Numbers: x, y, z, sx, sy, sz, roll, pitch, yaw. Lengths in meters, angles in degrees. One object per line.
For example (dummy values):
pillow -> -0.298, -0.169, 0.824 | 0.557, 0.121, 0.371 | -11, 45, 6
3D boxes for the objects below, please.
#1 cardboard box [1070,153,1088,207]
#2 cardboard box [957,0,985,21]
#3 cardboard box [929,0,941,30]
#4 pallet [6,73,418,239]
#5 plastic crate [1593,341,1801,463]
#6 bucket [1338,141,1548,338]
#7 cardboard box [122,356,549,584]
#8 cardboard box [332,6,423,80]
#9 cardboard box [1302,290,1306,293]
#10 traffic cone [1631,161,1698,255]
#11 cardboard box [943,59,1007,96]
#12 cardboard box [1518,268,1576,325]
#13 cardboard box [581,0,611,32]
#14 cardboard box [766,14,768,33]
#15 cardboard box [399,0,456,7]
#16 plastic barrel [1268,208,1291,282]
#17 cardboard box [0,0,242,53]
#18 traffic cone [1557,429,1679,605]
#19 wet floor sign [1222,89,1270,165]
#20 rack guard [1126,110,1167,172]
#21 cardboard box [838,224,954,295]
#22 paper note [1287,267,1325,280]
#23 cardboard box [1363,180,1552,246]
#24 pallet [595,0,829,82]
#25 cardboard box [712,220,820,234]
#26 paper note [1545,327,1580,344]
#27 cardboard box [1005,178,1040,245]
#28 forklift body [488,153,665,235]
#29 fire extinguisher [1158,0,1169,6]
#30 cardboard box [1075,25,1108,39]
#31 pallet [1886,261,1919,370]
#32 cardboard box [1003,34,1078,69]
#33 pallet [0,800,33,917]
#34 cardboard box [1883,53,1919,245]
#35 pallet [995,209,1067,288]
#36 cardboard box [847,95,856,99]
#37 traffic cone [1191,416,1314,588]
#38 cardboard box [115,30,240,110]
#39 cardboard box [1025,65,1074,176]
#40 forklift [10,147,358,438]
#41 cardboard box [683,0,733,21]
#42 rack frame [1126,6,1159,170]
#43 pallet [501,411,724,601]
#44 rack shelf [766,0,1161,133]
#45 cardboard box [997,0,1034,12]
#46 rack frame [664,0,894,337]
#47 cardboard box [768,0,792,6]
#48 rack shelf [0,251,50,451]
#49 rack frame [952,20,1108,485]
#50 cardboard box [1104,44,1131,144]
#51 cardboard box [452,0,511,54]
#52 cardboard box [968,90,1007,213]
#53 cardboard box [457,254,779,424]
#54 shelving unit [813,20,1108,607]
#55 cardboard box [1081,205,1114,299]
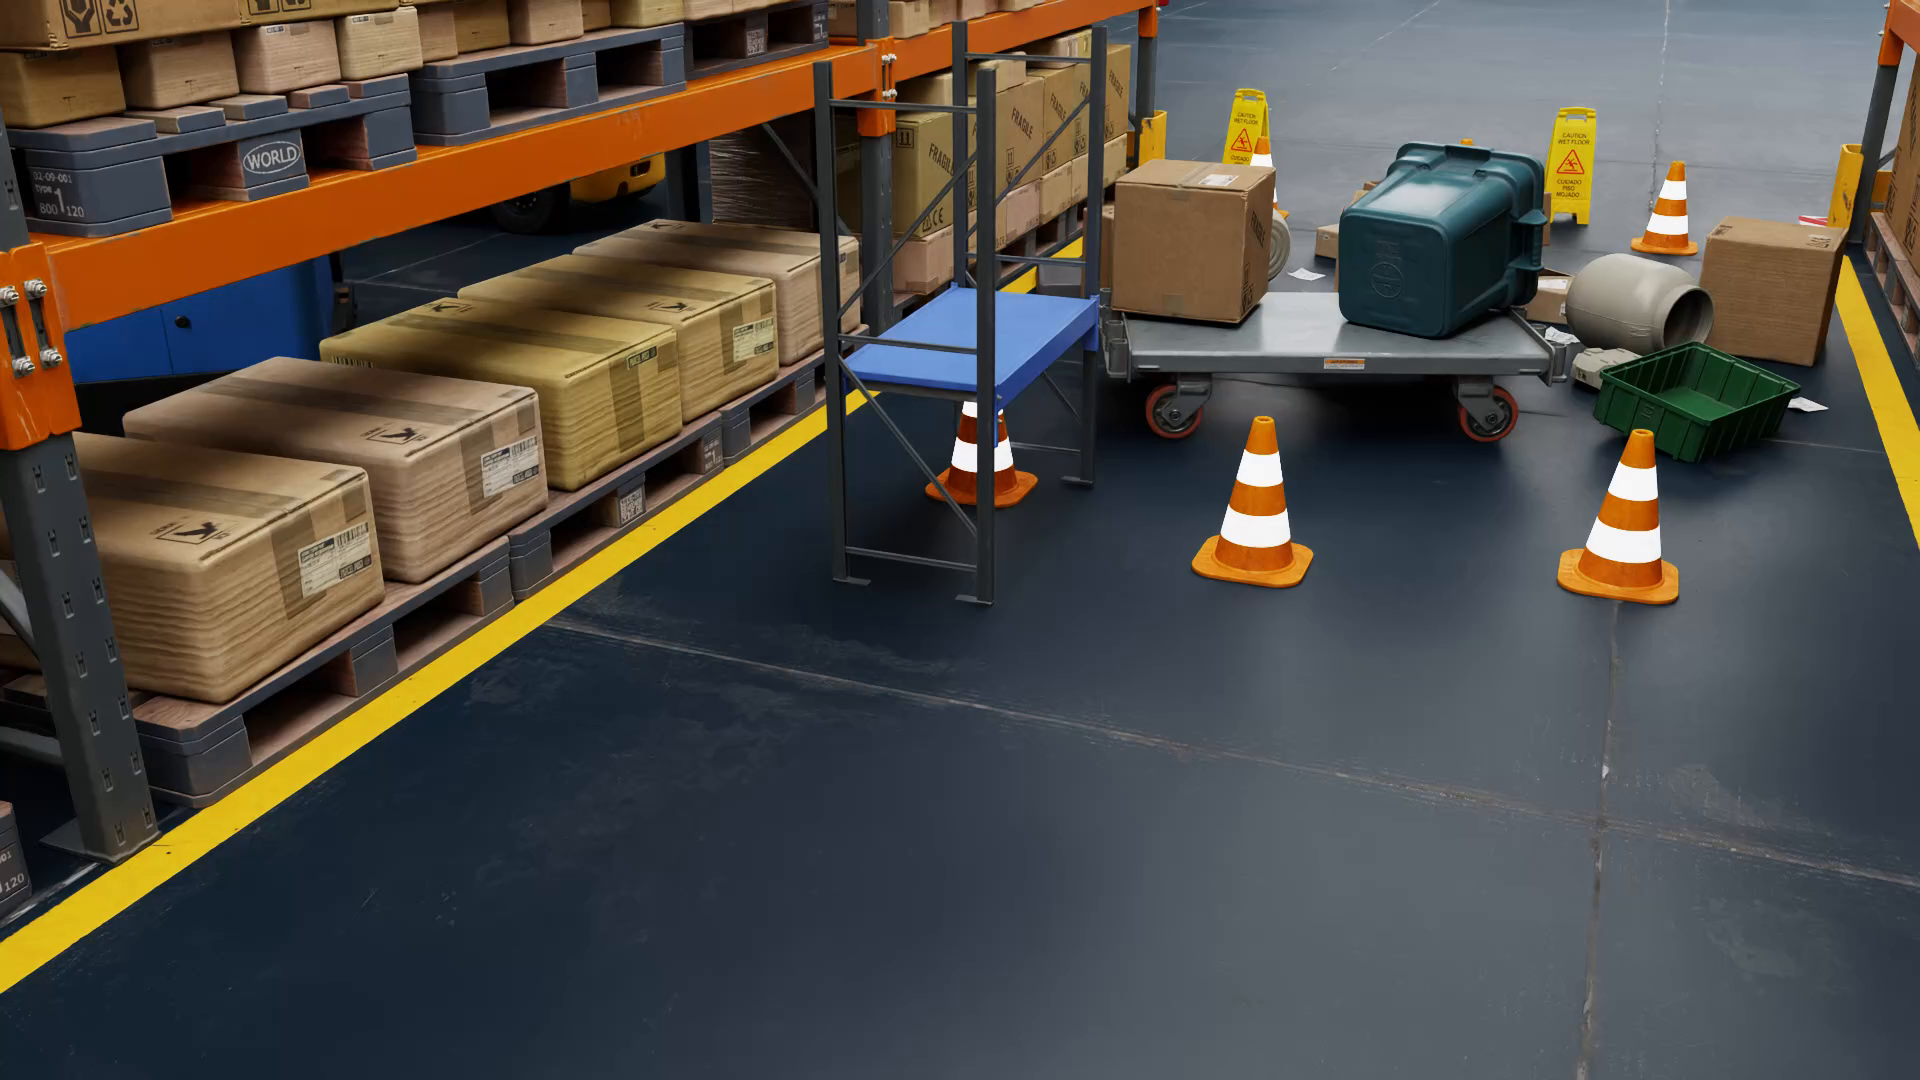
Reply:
cardboard box -> 0.471, -2.051, 9.291 | 0.500, 0.250, 0.500 | 9, 24, 20
cardboard box -> -0.110, -2.438, 7.522 | 0.380, 0.149, 0.250 | 10, 25, 22
cardboard box -> -0.304, -2.255, 7.084 | 0.380, 0.149, 0.250 | 10, 24, 22
pallet -> -2.085, -0.957, 3.899 | 1.213, 0.211, 1.003 | 9, 24, 20
plastic crate -> 2.717, -0.513, 6.160 | 0.662, 0.188, 0.450 | -17, 38, -35
bucket -> 1.779, -1.104, 6.276 | 0.726, 0.611, 0.620 | 19, 39, 38
cardboard box -> -1.765, -0.223, 4.756 | 0.950, 0.372, 0.625 | 8, 24, 19
cardboard box -> -1.555, -1.226, 4.075 | 0.380, 0.149, 0.250 | 9, 24, 20
cardboard box -> 1.531, -0.929, 7.131 | 0.258, 0.266, 0.396 | -7, 24, -17
traffic cone -> 3.839, -1.808, 8.979 | 0.336, 0.463, 0.334 | 9, 24, 20
cardboard box -> -0.004, -2.170, 7.761 | 0.380, 0.149, 0.250 | 10, 25, 22
cardboard box -> 2.797, -1.151, 7.662 | 0.396, 0.266, 0.258 | 13, 26, 29
cardboard box -> -1.285, -1.618, 5.014 | 0.380, 0.149, 0.250 | 8, 24, 18
cardboard box -> -0.928, -2.250, 7.070 | 0.380, 0.149, 0.250 | 9, 24, 20
cardboard box -> -1.490, -1.659, 4.269 | 0.500, 0.500, 0.500 | 9, 24, 21
plastic barrel -> 1.359, -1.494, 8.276 | 0.421, 0.421, 0.512 | -12, 25, -26
cardboard box -> -1.869, -1.280, 3.363 | 0.500, 0.500, 0.500 | 8, 24, 19
traffic cone -> 1.968, -0.100, 4.889 | 0.336, 0.463, 0.334 | 9, 24, 20
wet floor sign -> 1.785, -2.467, 10.318 | 0.267, 0.644, 0.232 | 19, 29, 38
rack guard -> 0.693, -2.458, 10.485 | 1.175, 0.500, 0.348 | 9, 24, 20
cardboard box -> -0.295, -1.304, 7.503 | 0.500, 0.250, 0.500 | 8, 24, 18
paper note -> 1.763, -1.357, 8.474 | 0.148, 0.019, 0.142 | 19, 29, 38
cardboard box -> 2.419, -1.495, 8.177 | 0.797, 0.503, 0.637 | -7, 24, -17
pallet -> -1.184, -1.866, 6.073 | 1.003, 0.211, 1.213 | 9, 24, 20
cardboard box -> -0.795, -1.382, 7.689 | 0.500, 0.250, 0.500 | 10, 25, 22
paper note -> 2.674, -0.909, 7.396 | 0.172, 0.023, 0.155 | 19, 29, 38
cardboard box -> 0.087, -1.687, 8.420 | 0.500, 0.250, 0.500 | 8, 24, 19
forklift body -> -2.899, -3.016, 9.680 | 2.313, 2.155, 1.214 | 9, 24, 20
fire extinguisher -> 1.191, -3.577, 10.023 | 0.296, 0.674, 0.183 | 9, 24, 20
cardboard box -> 0.592, -2.744, 9.135 | 0.380, 0.149, 0.250 | 10, 24, 22
pallet -> 4.675, -0.947, 7.242 | 1.003, 0.211, 1.213 | 9, 24, 20
cardboard box -> 0.396, -2.560, 8.695 | 0.380, 0.149, 0.250 | 10, 25, 22
pallet -> -2.613, 0.783, 3.102 | 1.003, 0.211, 1.213 | 9, 24, 20
cardboard box -> 5.164, -1.927, 8.183 | 0.875, 0.875, 0.875 | 9, 24, 20
pallet -> -0.096, -1.604, 8.815 | 1.003, 0.211, 1.213 | 9, 24, 20
cardboard box -> -0.607, -1.910, 7.981 | 0.500, 0.500, 0.500 | 9, 24, 21
traffic cone -> 0.895, -0.145, 4.997 | 0.336, 0.463, 0.334 | 9, 24, 20
cardboard box -> -1.821, -1.039, 3.627 | 0.380, 0.149, 0.250 | 7, 24, 17
cardboard box -> 0.281, -2.218, 8.719 | 0.500, 0.500, 0.500 | 8, 24, 19
forklift -> -3.215, -2.193, 6.697 | 1.130, 2.935, 3.031 | -7, 24, -16
cardboard box -> -0.968, -1.780, 5.401 | 0.380, 0.149, 0.250 | 9, 24, 20
rack frame -> 0.721, -3.638, 10.068 | 1.000, 3.000, 0.127 | 9, 24, 20
pallet -> -1.504, -0.203, 5.463 | 1.003, 0.211, 1.213 | 9, 24, 20
rack shelf -> -0.022, -2.591, 8.493 | 1.077, 0.370, 4.000 | 9, 24, 20
cardboard box -> 0.134, -2.614, 7.942 | 0.380, 0.149, 0.250 | 9, 24, 20
rack frame -> -0.765, -2.207, 6.641 | 1.000, 3.000, 0.127 | 9, 24, 20
cardboard box -> -0.814, -1.969, 5.854 | 0.380, 0.149, 0.250 | 8, 24, 18
rack shelf -> -2.993, 0.272, 1.640 | 1.077, 0.370, 4.000 | 9, 24, 20
rack frame -> 0.217, -0.915, 5.459 | 0.500, 1.500, 0.032 | 8, 25, 19
cardboard box -> 0.666, -2.585, 9.597 | 0.500, 0.500, 0.500 | 9, 24, 20
cardboard box -> -1.469, -1.430, 4.563 | 0.380, 0.149, 0.250 | 10, 25, 22
cardboard box -> -0.107, -1.844, 7.822 | 0.500, 0.500, 0.500 | 10, 25, 22
cardboard box -> -1.221, -0.742, 6.000 | 0.950, 0.372, 0.625 | 10, 25, 23
shelving unit -> 0.037, -0.726, 5.023 | 0.538, 1.500, 1.048 | 8, 25, 19
cardboard box -> 0.897, -1.243, 7.574 | 0.500, 0.500, 0.500 | -12, 25, -26
